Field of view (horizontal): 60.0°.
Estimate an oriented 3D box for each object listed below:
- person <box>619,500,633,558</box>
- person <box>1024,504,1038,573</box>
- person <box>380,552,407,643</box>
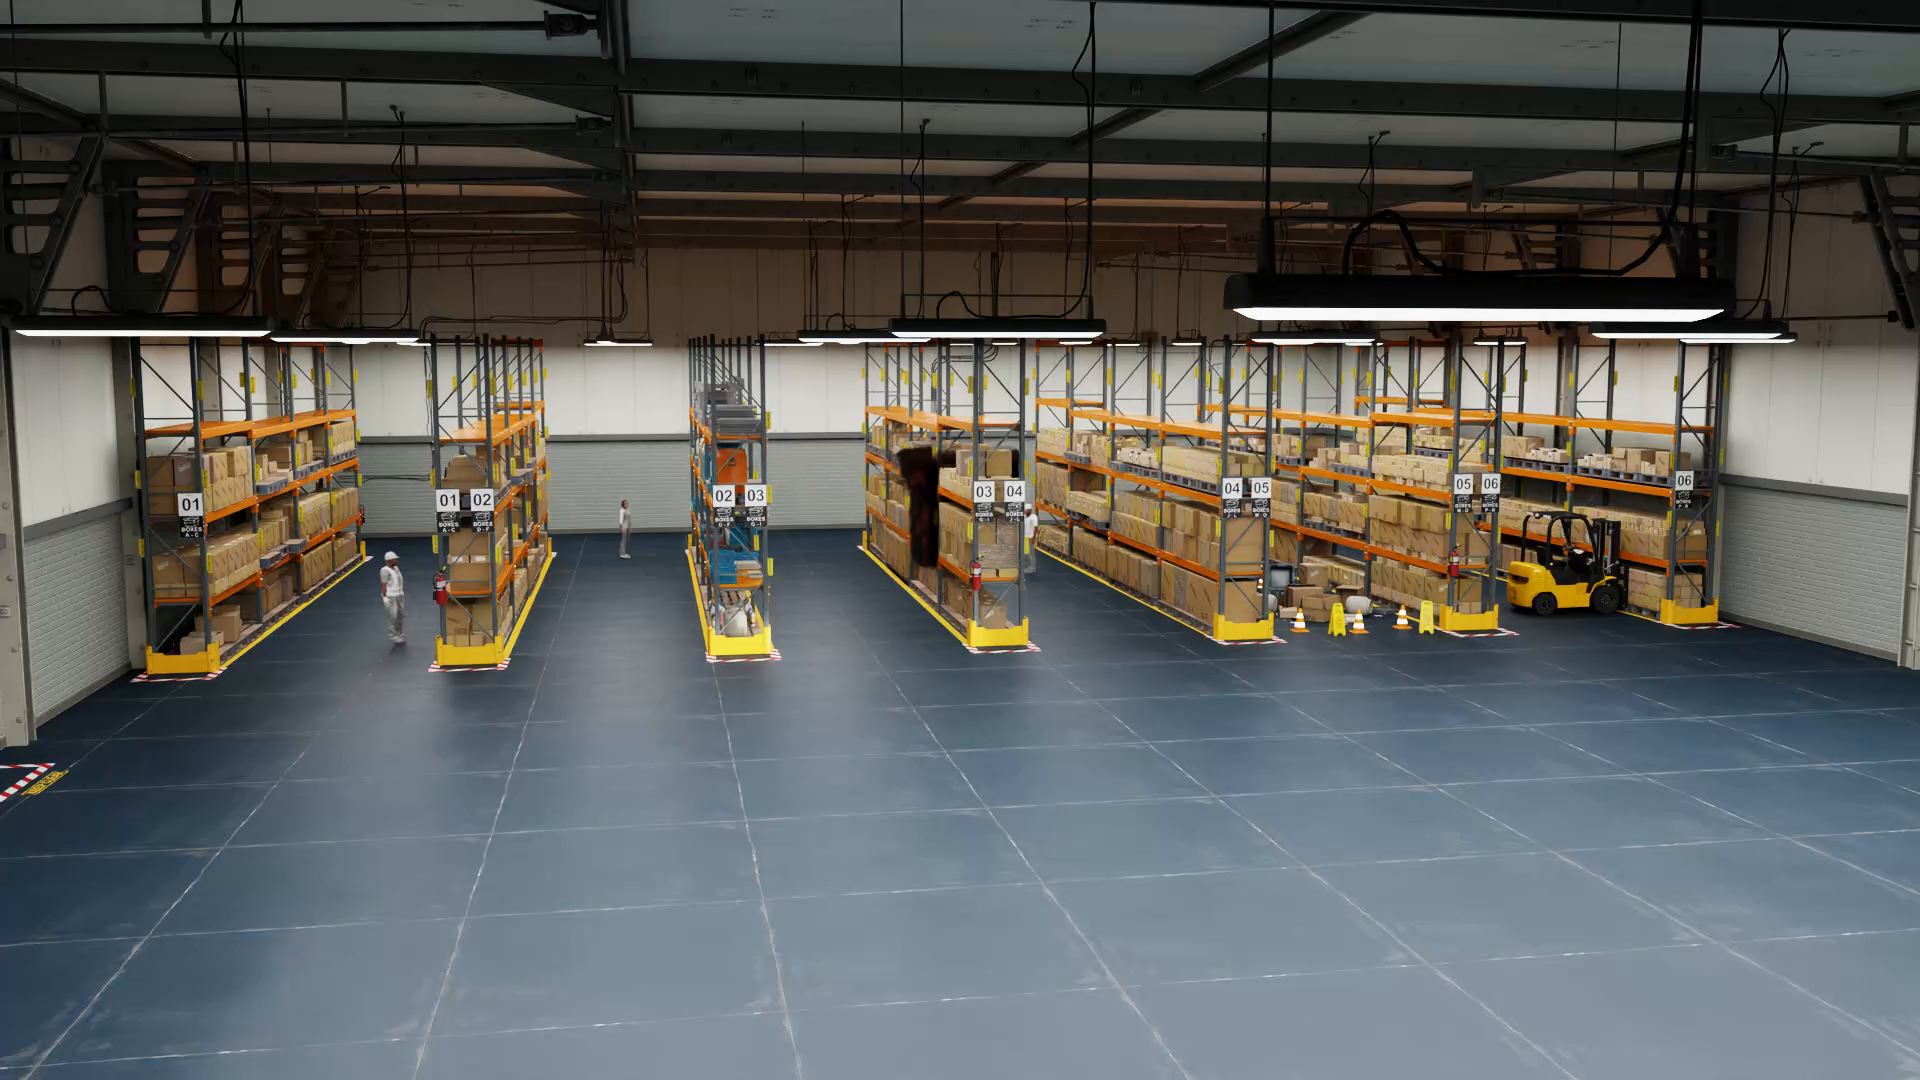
[{"bbox_3d":[-9.224,-0.311,45.814,0.373,1.614,0.457,1,7,10],"label":"person"},{"bbox_3d":[1.758,-0.053,42.663,0.360,1.768,0.596,-4,7,-29],"label":"person"},{"bbox_3d":[-11.089,1.133,32.598,0.467,1.825,0.623,2,7,21],"label":"person"}]
